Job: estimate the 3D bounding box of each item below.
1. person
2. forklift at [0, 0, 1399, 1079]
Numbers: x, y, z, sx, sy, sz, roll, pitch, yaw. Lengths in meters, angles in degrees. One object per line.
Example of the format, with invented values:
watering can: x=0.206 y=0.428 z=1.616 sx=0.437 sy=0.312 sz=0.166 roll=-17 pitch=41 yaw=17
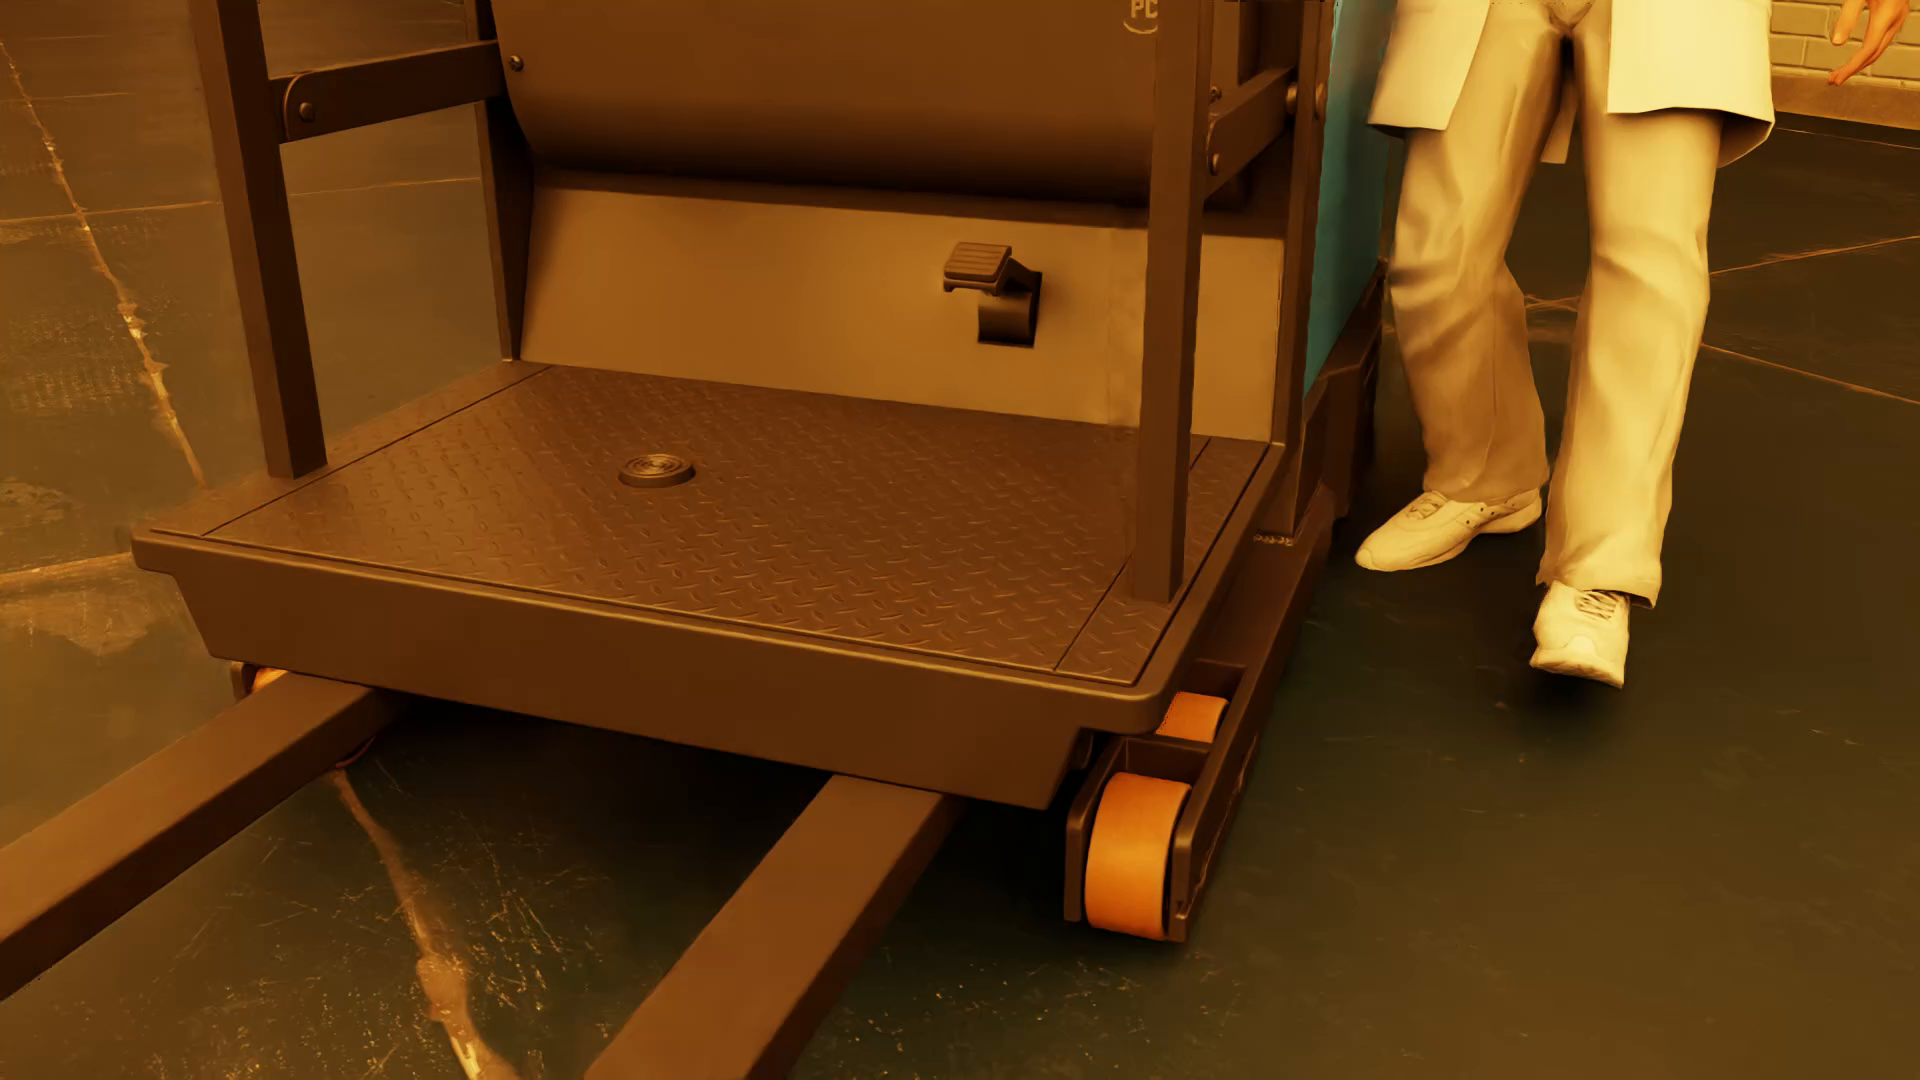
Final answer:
person: x=0.759 y=-0.696 z=2.079 sx=0.880 sy=1.748 sz=0.825 roll=9 pitch=24 yaw=22
forklift: x=-0.192 y=-1.132 z=1.531 sx=1.130 sy=2.935 sz=3.031 roll=8 pitch=24 yaw=18
